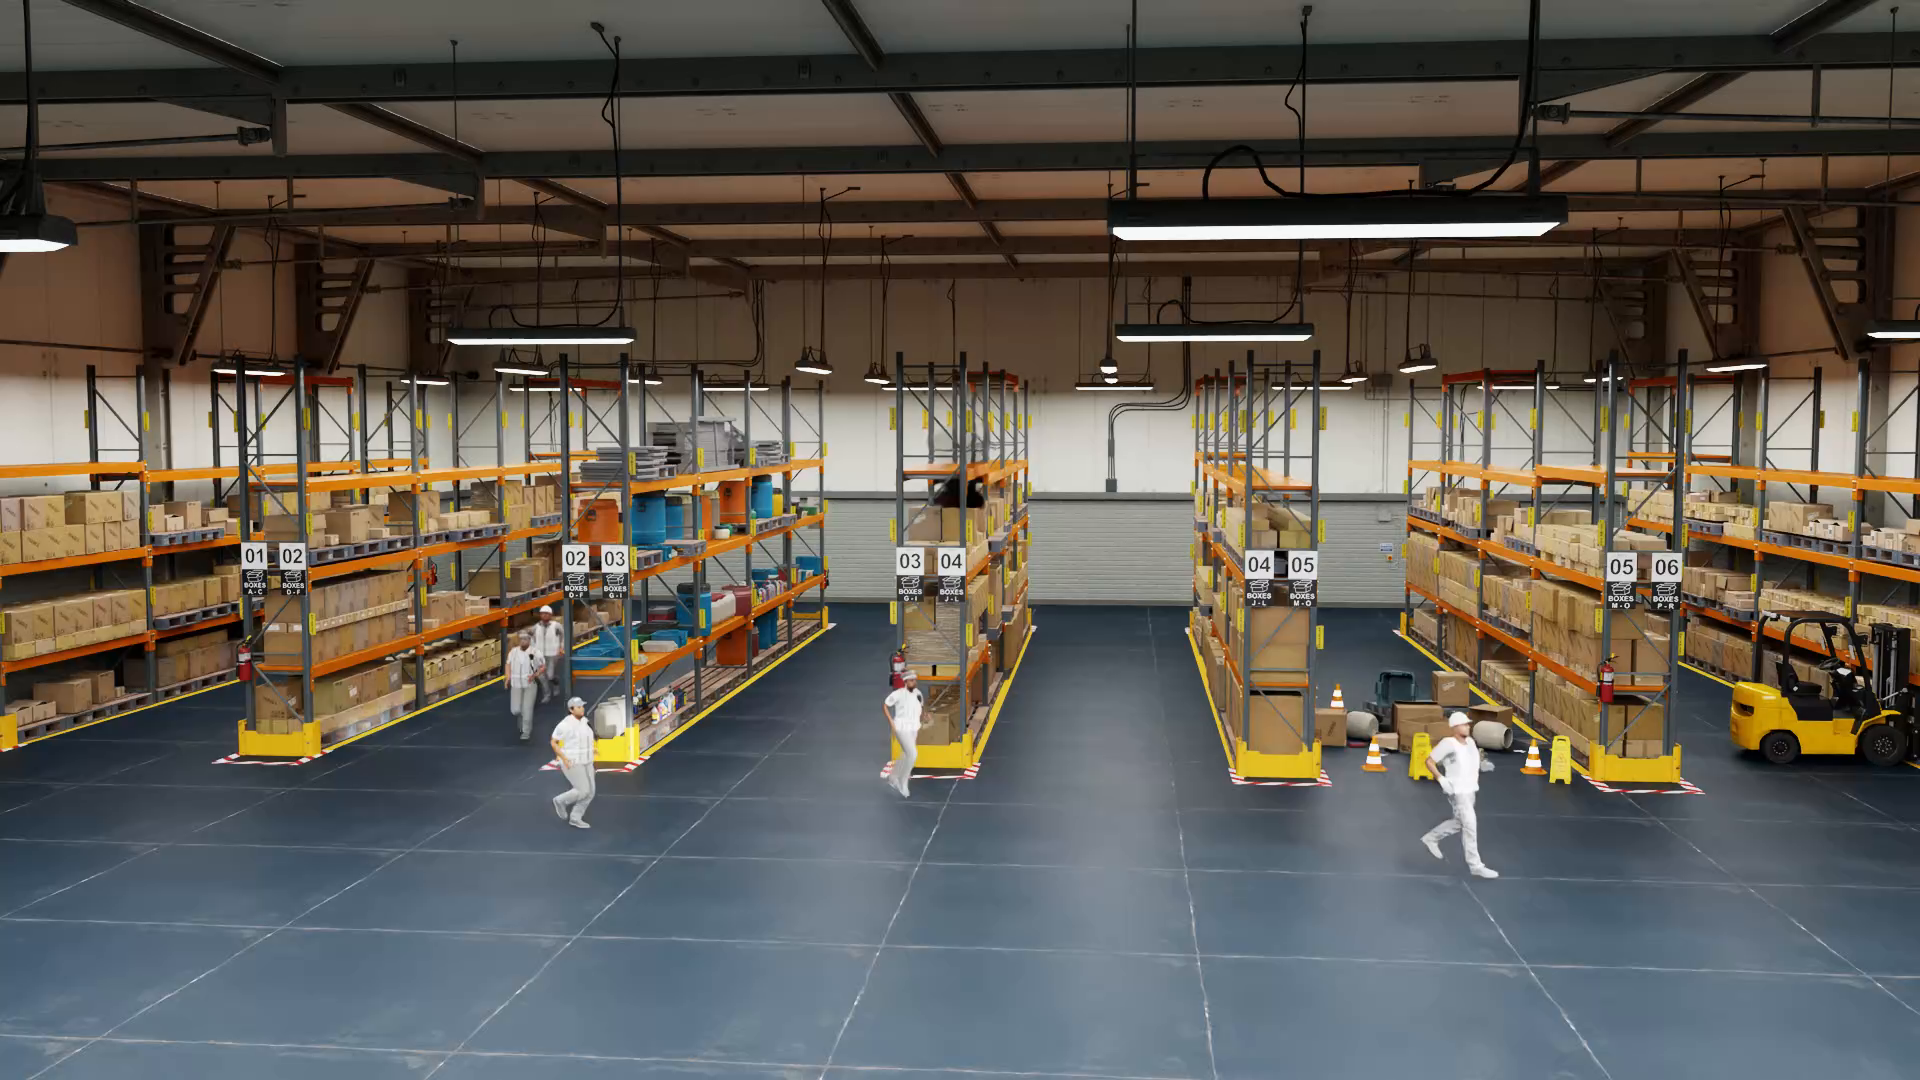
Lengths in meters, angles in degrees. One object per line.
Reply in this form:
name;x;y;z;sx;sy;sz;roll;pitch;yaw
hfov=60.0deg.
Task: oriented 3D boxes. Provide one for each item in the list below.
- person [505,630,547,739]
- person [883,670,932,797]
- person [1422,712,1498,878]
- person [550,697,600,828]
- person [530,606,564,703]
person;-6.873;2.270;26.269;0.664;1.730;0.601;0;4;-1
person;-0.702;2.578;22.394;0.552;1.708;0.758;-4;6;-43
person;5.537;2.785;18.425;0.691;1.761;0.994;-4;6;-44
person;-4.712;2.751;20.507;0.549;1.615;0.607;2;5;27
person;-7.349;2.035;29.668;0.692;1.729;0.599;0;4;0
